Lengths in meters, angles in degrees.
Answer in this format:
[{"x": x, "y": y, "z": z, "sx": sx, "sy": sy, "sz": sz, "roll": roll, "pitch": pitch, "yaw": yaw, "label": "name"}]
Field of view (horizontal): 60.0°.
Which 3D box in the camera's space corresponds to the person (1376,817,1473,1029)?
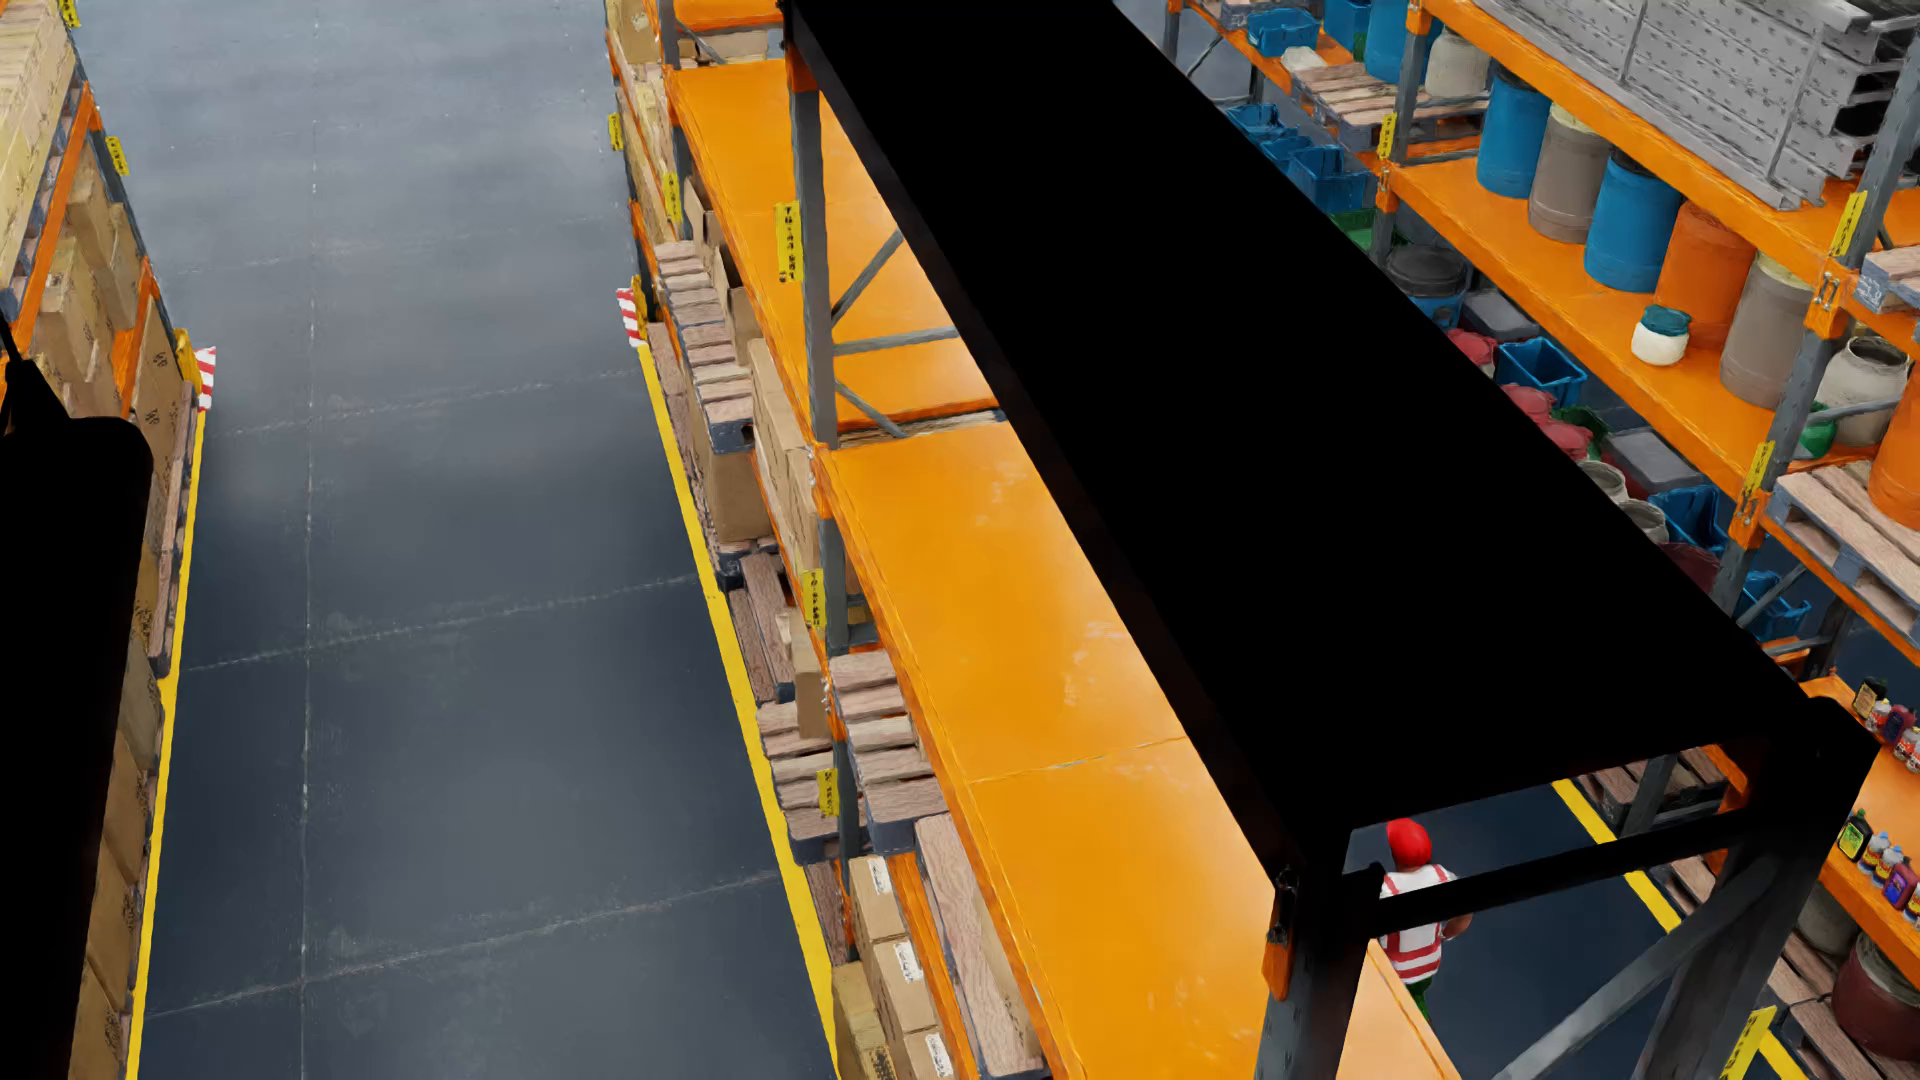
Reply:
[{"x": 2.294, "y": 2.175, "z": 8.694, "sx": 0.677, "sy": 1.742, "sz": 0.552, "roll": -11, "pitch": 40, "yaw": -14, "label": "person"}]
